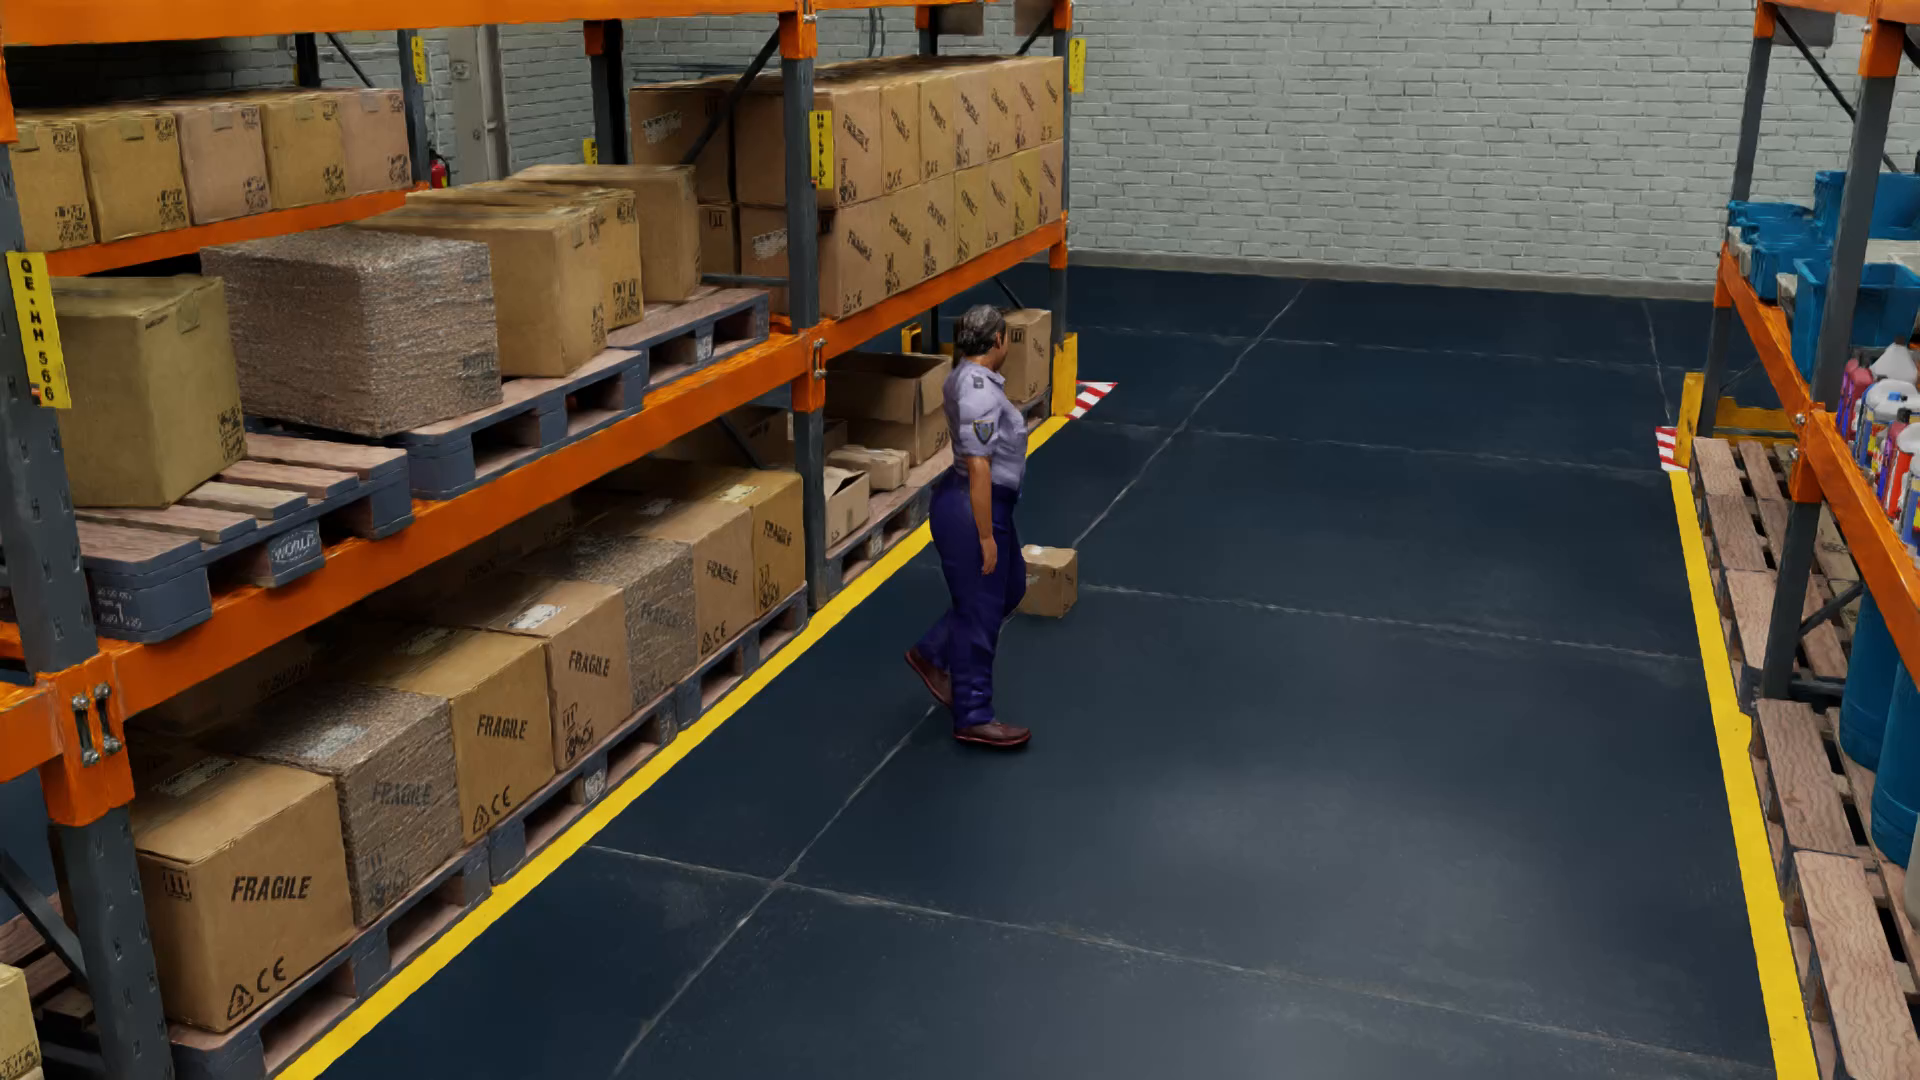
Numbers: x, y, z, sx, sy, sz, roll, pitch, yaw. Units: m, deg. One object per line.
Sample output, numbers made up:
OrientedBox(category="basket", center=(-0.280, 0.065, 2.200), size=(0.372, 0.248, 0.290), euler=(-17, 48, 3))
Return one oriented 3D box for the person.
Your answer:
OrientedBox(category="person", center=(0.031, -0.063, 6.266), size=(0.487, 1.614, 0.577), euler=(-2, 19, -4))
